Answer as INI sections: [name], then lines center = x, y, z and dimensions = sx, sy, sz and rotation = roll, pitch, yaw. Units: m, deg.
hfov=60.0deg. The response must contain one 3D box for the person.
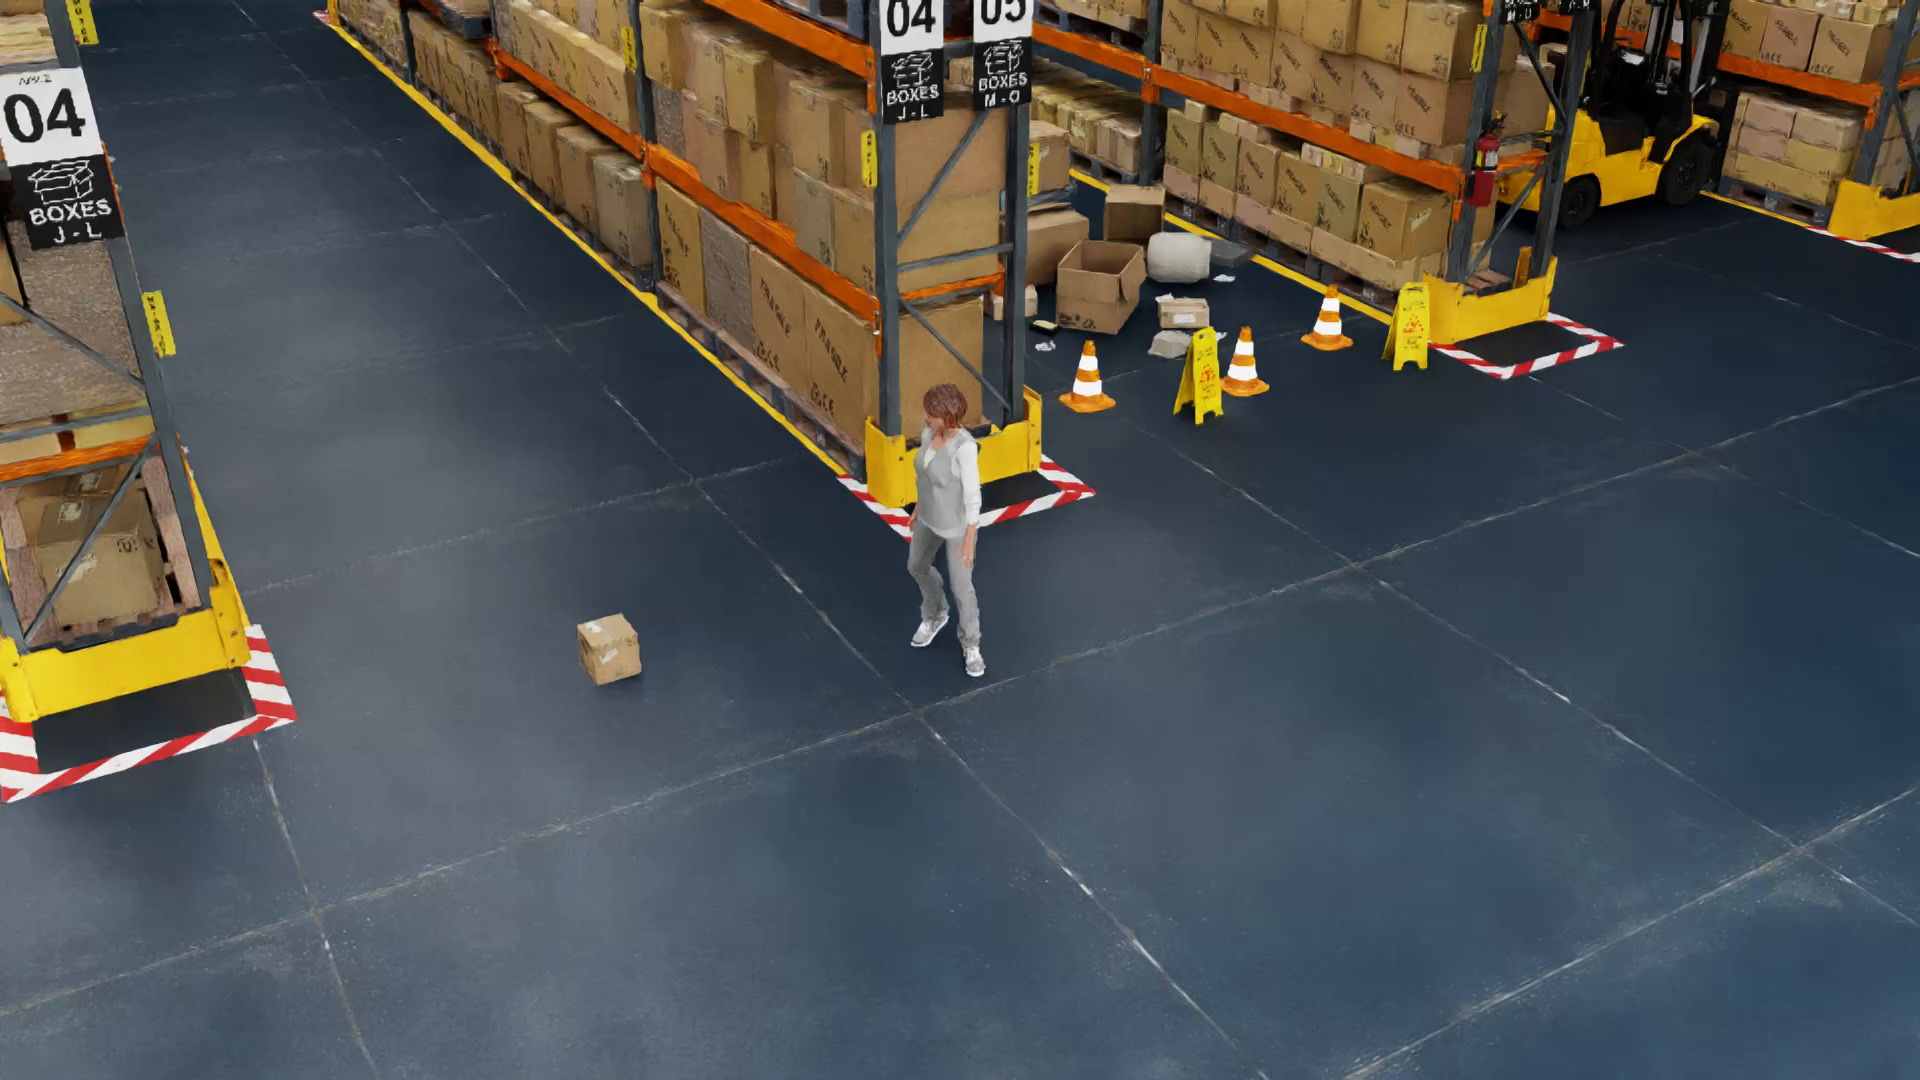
[person]
center = -0.059, -0.066, 8.645
dimensions = 0.318, 1.616, 0.555
rotation = -21, 36, -33
